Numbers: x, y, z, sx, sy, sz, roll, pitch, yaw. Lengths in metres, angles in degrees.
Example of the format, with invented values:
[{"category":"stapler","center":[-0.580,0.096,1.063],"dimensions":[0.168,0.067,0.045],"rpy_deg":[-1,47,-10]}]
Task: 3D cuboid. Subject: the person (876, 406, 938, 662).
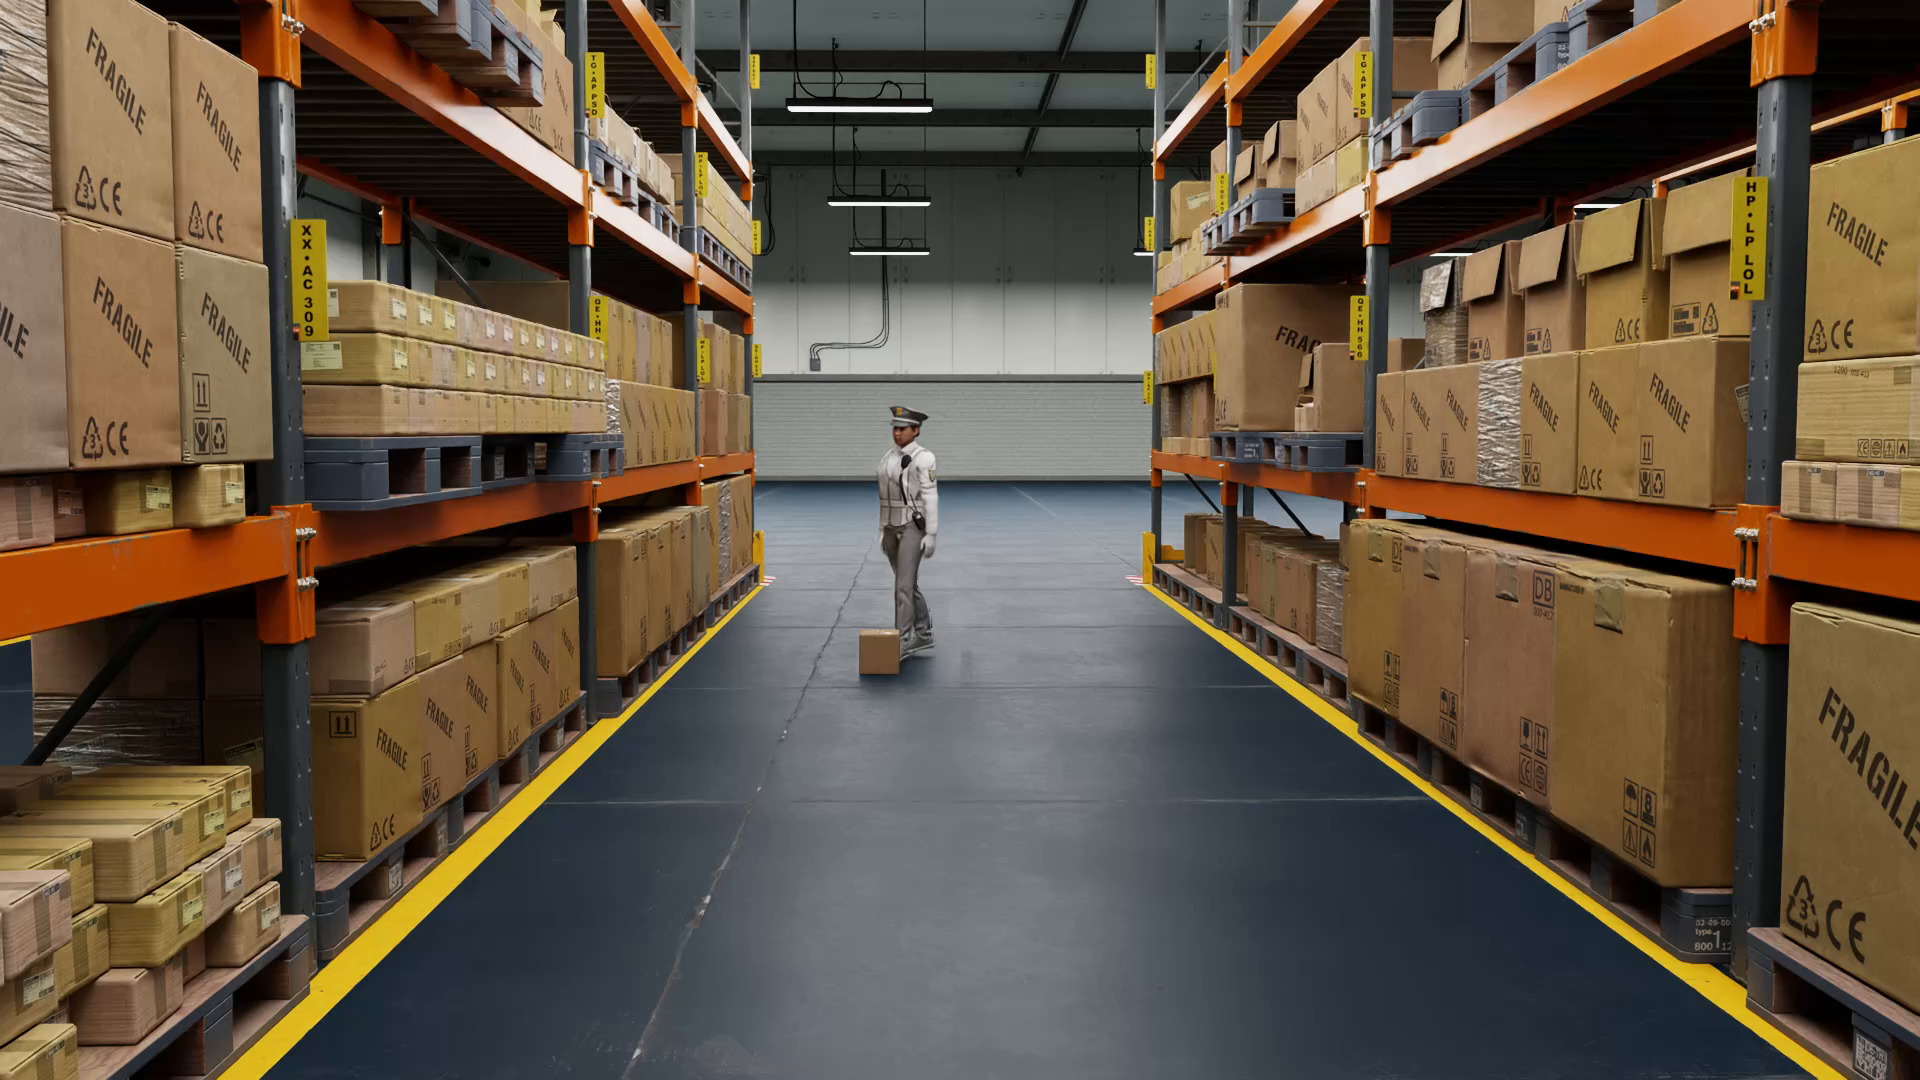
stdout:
[{"category":"person","center":[-0.371,-0.048,11.017],"dimensions":[0.596,1.677,0.483],"rpy_deg":[-3,5,-41]}]
